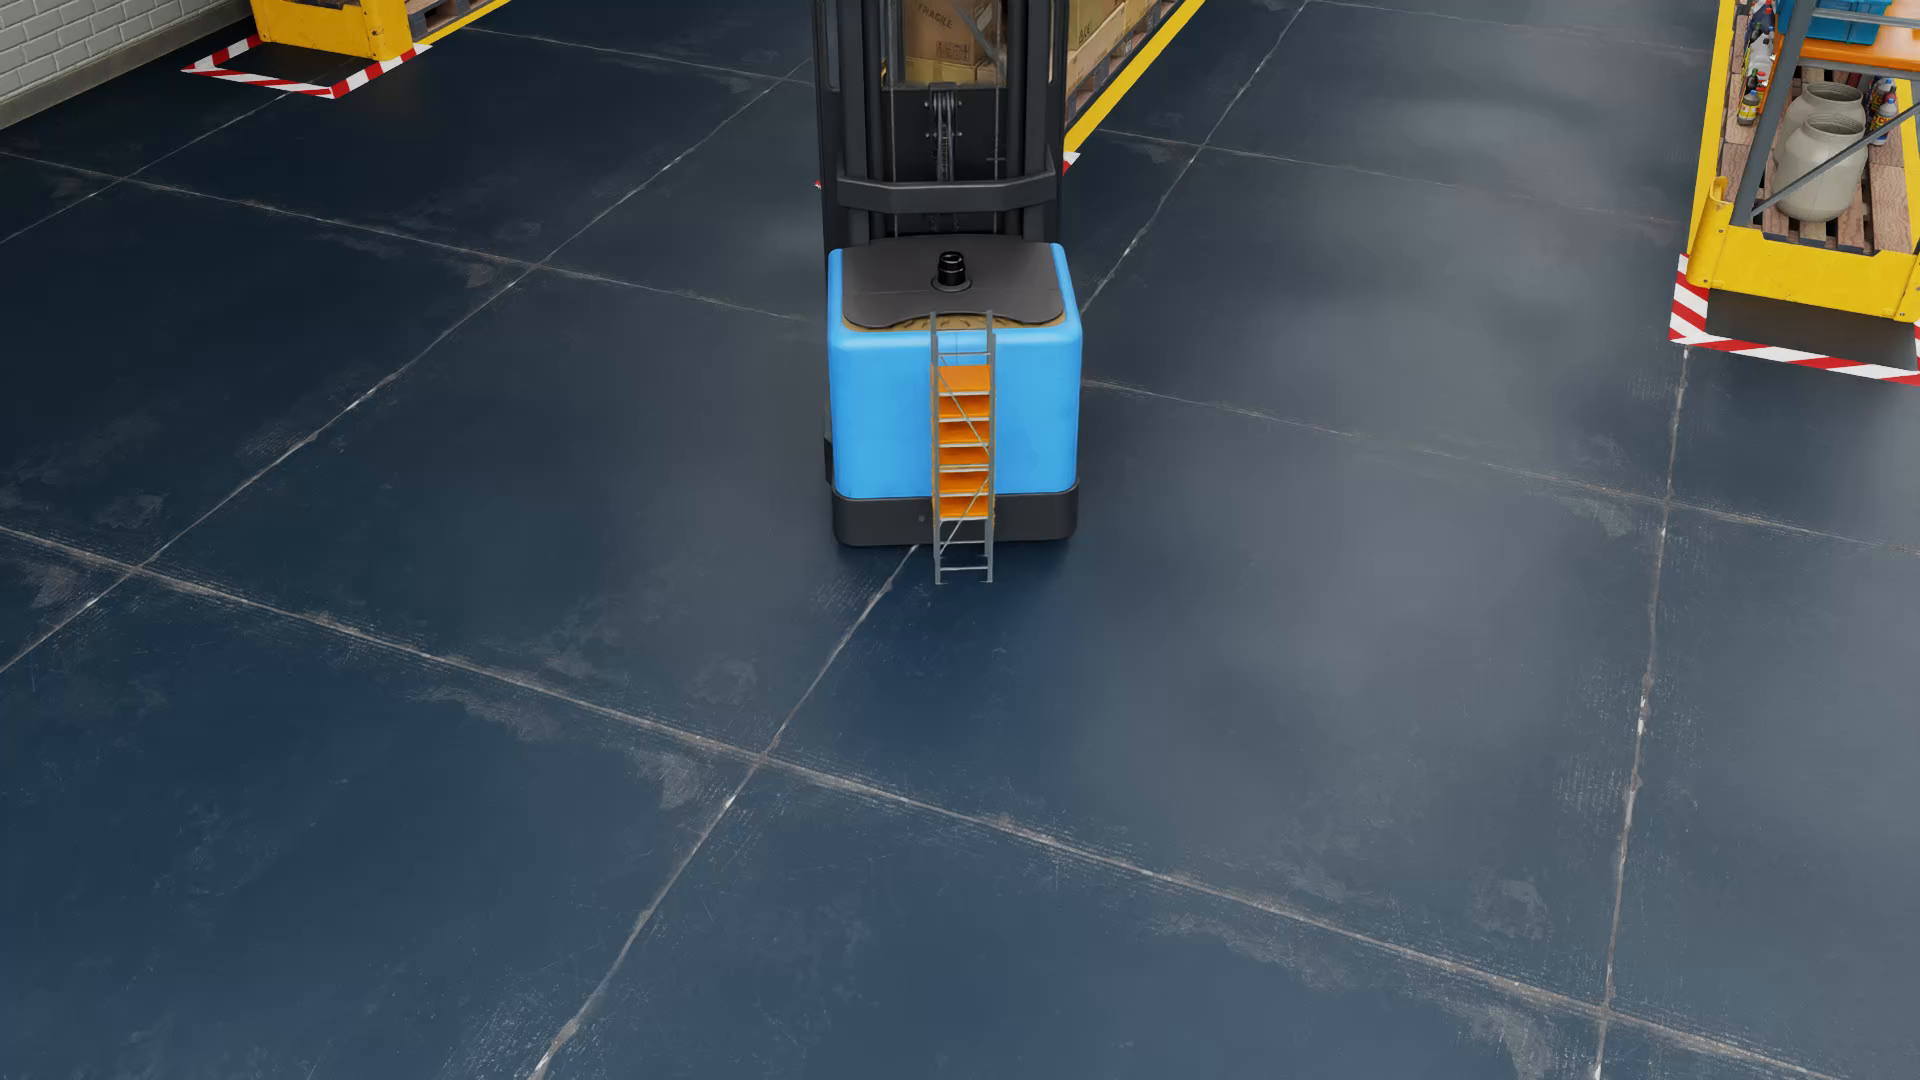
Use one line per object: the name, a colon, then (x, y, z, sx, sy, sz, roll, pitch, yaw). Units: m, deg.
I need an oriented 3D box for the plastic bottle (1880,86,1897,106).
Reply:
plastic bottle: (5.682, -2.657, 10.200, 0.061, 0.283, 0.133, 14, 39, 18)

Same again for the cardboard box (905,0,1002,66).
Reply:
cardboard box: (-0.050, -3.377, 10.582, 0.500, 0.500, 0.500, 14, 39, 18)

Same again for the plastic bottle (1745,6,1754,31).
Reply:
plastic bottle: (5.557, -3.652, 11.600, 0.097, 0.201, 0.097, 0, 37, 0)

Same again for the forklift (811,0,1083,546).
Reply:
forklift: (-0.098, -2.008, 7.489, 1.130, 2.935, 3.031, -2, 37, -3)

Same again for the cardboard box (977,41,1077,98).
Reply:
cardboard box: (0.431, -2.958, 10.648, 0.500, 0.250, 0.500, 14, 39, 18)

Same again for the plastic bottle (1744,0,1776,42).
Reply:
plastic bottle: (5.498, -3.552, 11.405, 0.152, 0.276, 0.135, 15, 39, 19)

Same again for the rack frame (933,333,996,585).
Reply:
rack frame: (0.017, -0.295, 6.643, 0.240, 1.200, 0.006, -2, 37, -3)

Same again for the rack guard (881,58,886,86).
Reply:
rack guard: (0.012, -2.630, 10.351, 1.175, 0.500, 0.348, 14, 39, 18)

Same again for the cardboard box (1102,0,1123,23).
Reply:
cardboard box: (0.798, -3.815, 11.168, 0.500, 0.500, 0.500, 14, 39, 18)

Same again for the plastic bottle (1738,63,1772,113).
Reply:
plastic bottle: (5.015, -2.850, 10.464, 0.152, 0.276, 0.135, 14, 39, 18)

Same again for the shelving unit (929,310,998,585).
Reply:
shelving unit: (0.011, -0.350, 6.716, 0.258, 1.200, 0.189, -2, 37, -3)

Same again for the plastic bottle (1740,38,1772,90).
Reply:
plastic bottle: (5.128, -3.049, 10.669, 0.144, 0.351, 0.185, 15, 39, 20)

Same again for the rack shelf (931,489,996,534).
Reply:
rack shelf: (0.011, -0.122, 6.886, 0.258, 0.103, 0.180, -2, 37, -3)

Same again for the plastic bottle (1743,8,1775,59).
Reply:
plastic bottle: (5.360, -3.387, 11.121, 0.144, 0.351, 0.185, 12, 38, 16)

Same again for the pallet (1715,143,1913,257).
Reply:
pallet: (4.900, -1.899, 9.614, 1.003, 0.211, 1.213, 14, 39, 18)

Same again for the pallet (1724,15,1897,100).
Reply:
pallet: (5.829, -3.250, 11.421, 1.003, 0.211, 1.213, 14, 39, 18)

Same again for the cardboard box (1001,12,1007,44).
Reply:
cardboard box: (0.131, -3.355, 11.180, 0.500, 0.250, 0.500, 14, 39, 18)

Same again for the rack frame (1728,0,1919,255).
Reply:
rack frame: (4.601, -2.514, 8.108, 1.000, 3.000, 0.127, 14, 39, 18)

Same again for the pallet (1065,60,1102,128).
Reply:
pallet: (0.274, -2.961, 11.035, 1.003, 0.211, 1.213, 14, 39, 18)

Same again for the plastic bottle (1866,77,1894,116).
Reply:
plastic bottle: (5.747, -2.776, 10.370, 0.097, 0.271, 0.097, 0, 37, 0)

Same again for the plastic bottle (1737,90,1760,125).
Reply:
plastic bottle: (4.894, -2.686, 10.308, 0.097, 0.201, 0.097, 0, 37, 0)

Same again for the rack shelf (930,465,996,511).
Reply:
rack shelf: (0.011, -0.218, 6.815, 0.258, 0.103, 0.180, -2, 37, -3)

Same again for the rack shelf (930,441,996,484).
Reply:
rack shelf: (0.011, -0.315, 6.743, 0.258, 0.103, 0.180, -2, 37, -3)

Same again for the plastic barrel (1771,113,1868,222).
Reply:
plastic barrel: (4.781, -2.068, 9.238, 0.421, 0.512, 0.421, 0, 37, 0)

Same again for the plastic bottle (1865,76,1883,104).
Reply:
plastic bottle: (5.824, -2.888, 10.520, 0.097, 0.271, 0.097, 0, 37, 0)

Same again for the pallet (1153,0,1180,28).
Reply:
pallet: (1.202, -4.312, 12.842, 1.003, 0.211, 1.213, 14, 39, 18)

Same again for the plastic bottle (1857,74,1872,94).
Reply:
plastic bottle: (5.883, -3.018, 10.690, 0.152, 0.276, 0.135, 15, 39, 19)

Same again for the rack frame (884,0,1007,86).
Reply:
rack frame: (0.021, -3.645, 9.621, 1.000, 3.000, 0.127, 14, 39, 18)

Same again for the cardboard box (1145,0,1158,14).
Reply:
cardboard box: (1.193, -4.065, 12.129, 0.500, 0.250, 0.500, 14, 39, 18)

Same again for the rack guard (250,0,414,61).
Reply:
rack guard: (-4.532, -3.812, 11.932, 1.175, 0.500, 0.348, 14, 39, 18)

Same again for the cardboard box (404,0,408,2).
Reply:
cardboard box: (-4.215, -4.233, 12.286, 0.500, 0.311, 0.500, 10, 38, 13)

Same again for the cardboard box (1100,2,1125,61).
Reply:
cardboard box: (0.809, -3.512, 11.389, 0.500, 0.250, 0.500, 14, 39, 18)

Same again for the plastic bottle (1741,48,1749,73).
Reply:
plastic bottle: (5.231, -3.176, 10.964, 0.097, 0.201, 0.097, 0, 37, 0)

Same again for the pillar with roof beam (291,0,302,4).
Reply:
pillar with roof beam: (-1.114, -6.778, 8.802, 9.100, 9.000, 0.400, 14, 39, 18)

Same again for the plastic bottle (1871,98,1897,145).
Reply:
plastic bottle: (5.579, -2.531, 10.042, 0.097, 0.271, 0.097, 0, 37, 0)

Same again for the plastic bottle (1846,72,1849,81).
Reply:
plastic bottle: (5.844, -3.119, 10.819, 0.061, 0.283, 0.133, 14, 39, 18)
